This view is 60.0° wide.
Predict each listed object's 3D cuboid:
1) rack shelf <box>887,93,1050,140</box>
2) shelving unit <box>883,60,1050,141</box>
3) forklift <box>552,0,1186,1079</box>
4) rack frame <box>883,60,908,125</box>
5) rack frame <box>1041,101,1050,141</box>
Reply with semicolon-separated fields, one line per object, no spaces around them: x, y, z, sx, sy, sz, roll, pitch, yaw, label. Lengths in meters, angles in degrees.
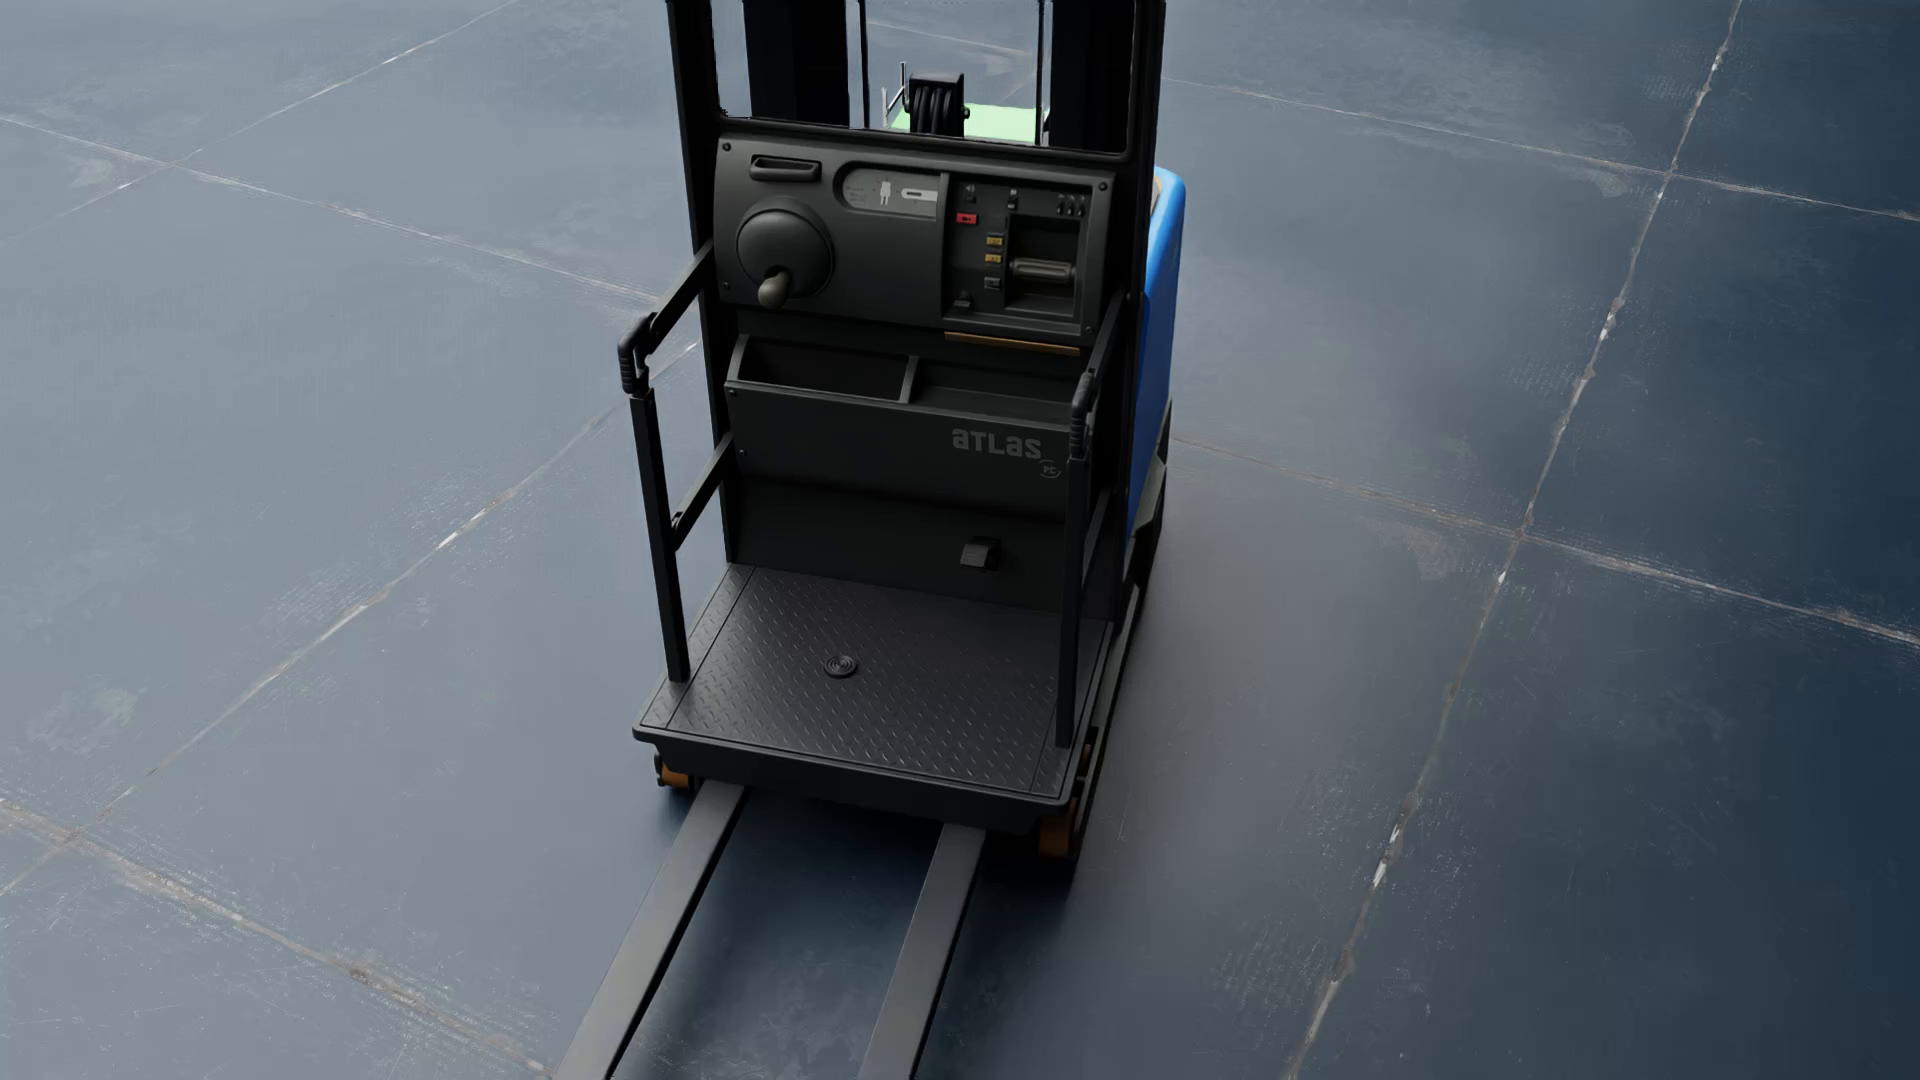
0.035;-1.268;5.240;0.480;0.148;0.258;8;38;11;rack shelf
0.035;-0.937;5.492;0.503;1.200;0.258;8;38;11;shelving unit
-0.166;-0.623;3.647;1.130;2.935;3.031;8;38;11;forklift
-0.202;-0.971;5.537;0.015;1.200;0.240;8;38;11;rack frame
0.273;-0.903;5.447;0.015;1.200;0.240;8;38;11;rack frame
